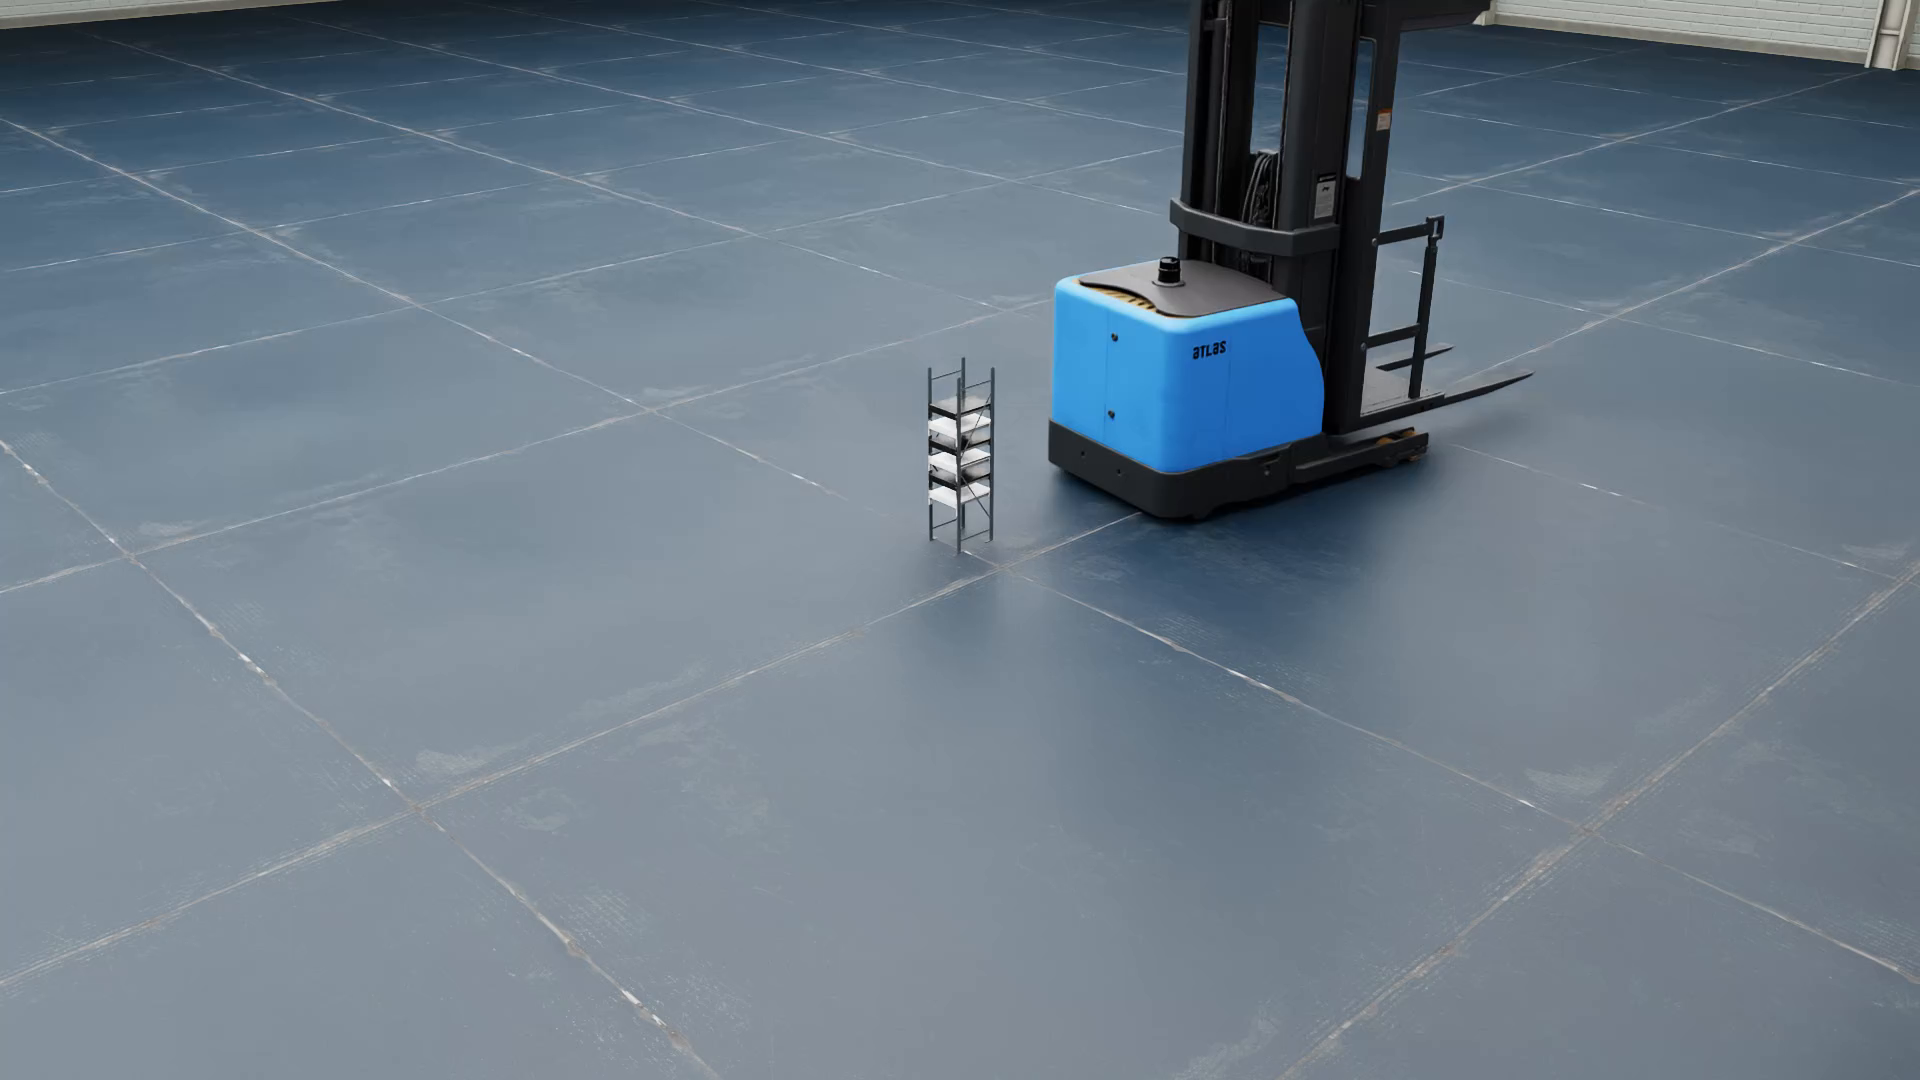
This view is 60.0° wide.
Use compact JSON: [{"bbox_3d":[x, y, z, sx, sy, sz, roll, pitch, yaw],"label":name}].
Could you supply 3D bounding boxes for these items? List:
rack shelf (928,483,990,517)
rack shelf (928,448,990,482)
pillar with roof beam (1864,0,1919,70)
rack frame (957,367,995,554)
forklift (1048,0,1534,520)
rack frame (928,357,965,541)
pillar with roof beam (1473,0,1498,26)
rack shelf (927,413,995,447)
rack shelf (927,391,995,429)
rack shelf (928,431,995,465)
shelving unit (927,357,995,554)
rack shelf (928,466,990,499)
[{"bbox_3d":[0.006,-0.213,8.146,0.258,0.077,0.200,-21,32,-38],"label":"rack shelf"},{"bbox_3d":[0.006,-0.377,8.072,0.258,0.077,0.200,-21,32,-38],"label":"rack shelf"},{"bbox_3d":[9.019,-9.088,17.329,9.100,9.000,0.400,-21,32,-38],"label":"pillar with roof beam"},{"bbox_3d":[0.075,-0.376,7.990,0.240,0.900,0.006,-21,32,-38],"label":"rack frame"},{"bbox_3d":[1.984,-1.892,8.866,3.031,2.935,1.130,-16,29,-31],"label":"forklift"},{"bbox_3d":[-0.064,-0.438,8.125,0.240,0.900,0.006,-21,32,-38],"label":"rack frame"},{"bbox_3d":[4.918,-10.906,21.314,9.100,9.000,0.400,-21,32,-38],"label":"pillar with roof beam"},{"bbox_3d":[0.006,-0.540,7.997,0.258,0.077,0.200,-21,32,-38],"label":"rack shelf"},{"bbox_3d":[0.006,-0.622,7.960,0.258,0.077,0.200,-21,32,-38],"label":"rack shelf"},{"bbox_3d":[0.006,-0.459,8.034,0.258,0.077,0.200,-21,32,-38],"label":"rack shelf"},{"bbox_3d":[0.006,-0.407,8.058,0.258,0.900,0.210,-21,32,-38],"label":"shelving unit"},{"bbox_3d":[0.006,-0.295,8.109,0.258,0.077,0.200,-21,32,-38],"label":"rack shelf"}]
